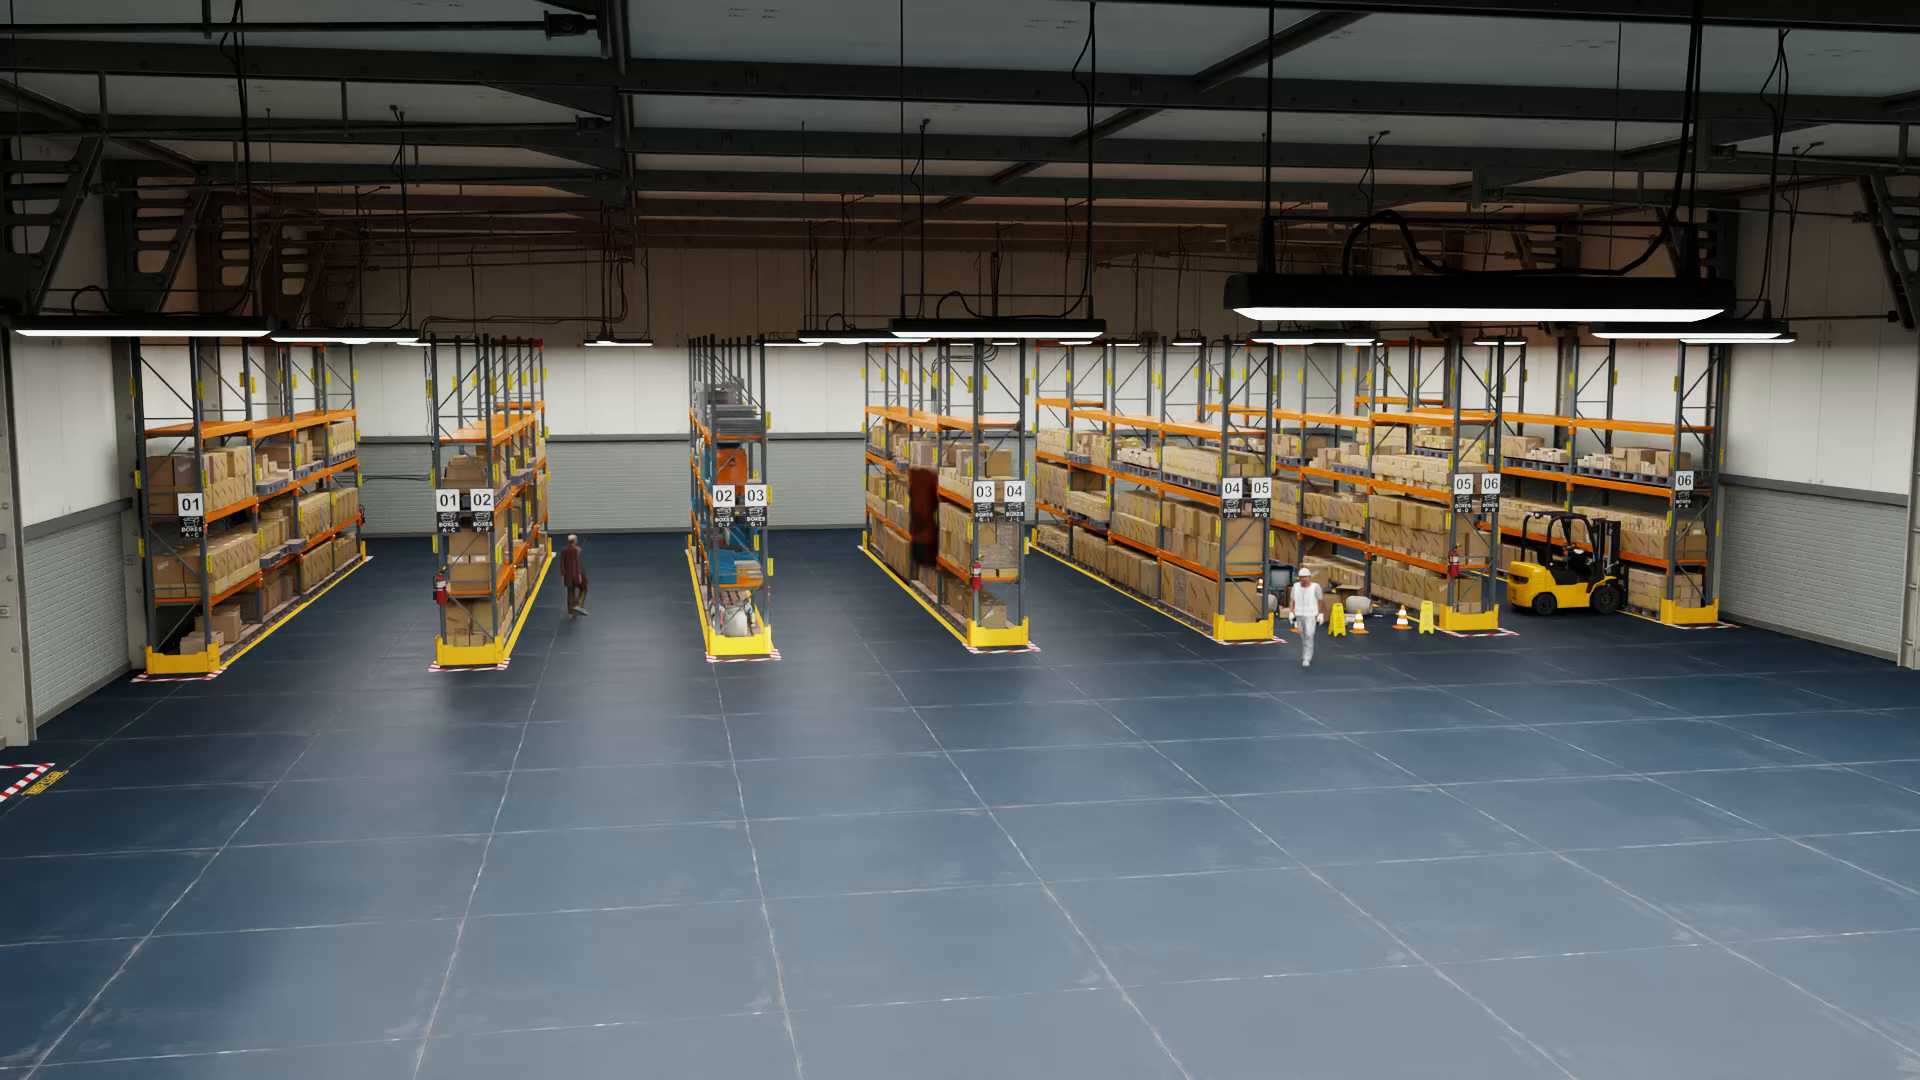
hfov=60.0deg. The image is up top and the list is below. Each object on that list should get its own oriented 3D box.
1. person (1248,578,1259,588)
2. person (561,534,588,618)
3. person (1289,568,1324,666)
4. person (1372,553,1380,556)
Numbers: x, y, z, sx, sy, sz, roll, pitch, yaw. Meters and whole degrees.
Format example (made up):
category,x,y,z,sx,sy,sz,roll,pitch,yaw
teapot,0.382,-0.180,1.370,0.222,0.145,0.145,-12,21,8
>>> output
category,x,y,z,sx,sy,sz,roll,pitch,yaw
person,7.010,0.348,39.823,0.488,1.697,0.388,-5,8,-38
person,-8.266,0.763,35.527,0.587,1.763,0.552,1,7,5
person,6.264,1.369,30.223,0.580,1.733,0.949,5,8,34
person,11.538,-0.347,46.149,0.372,1.612,0.446,5,8,36
